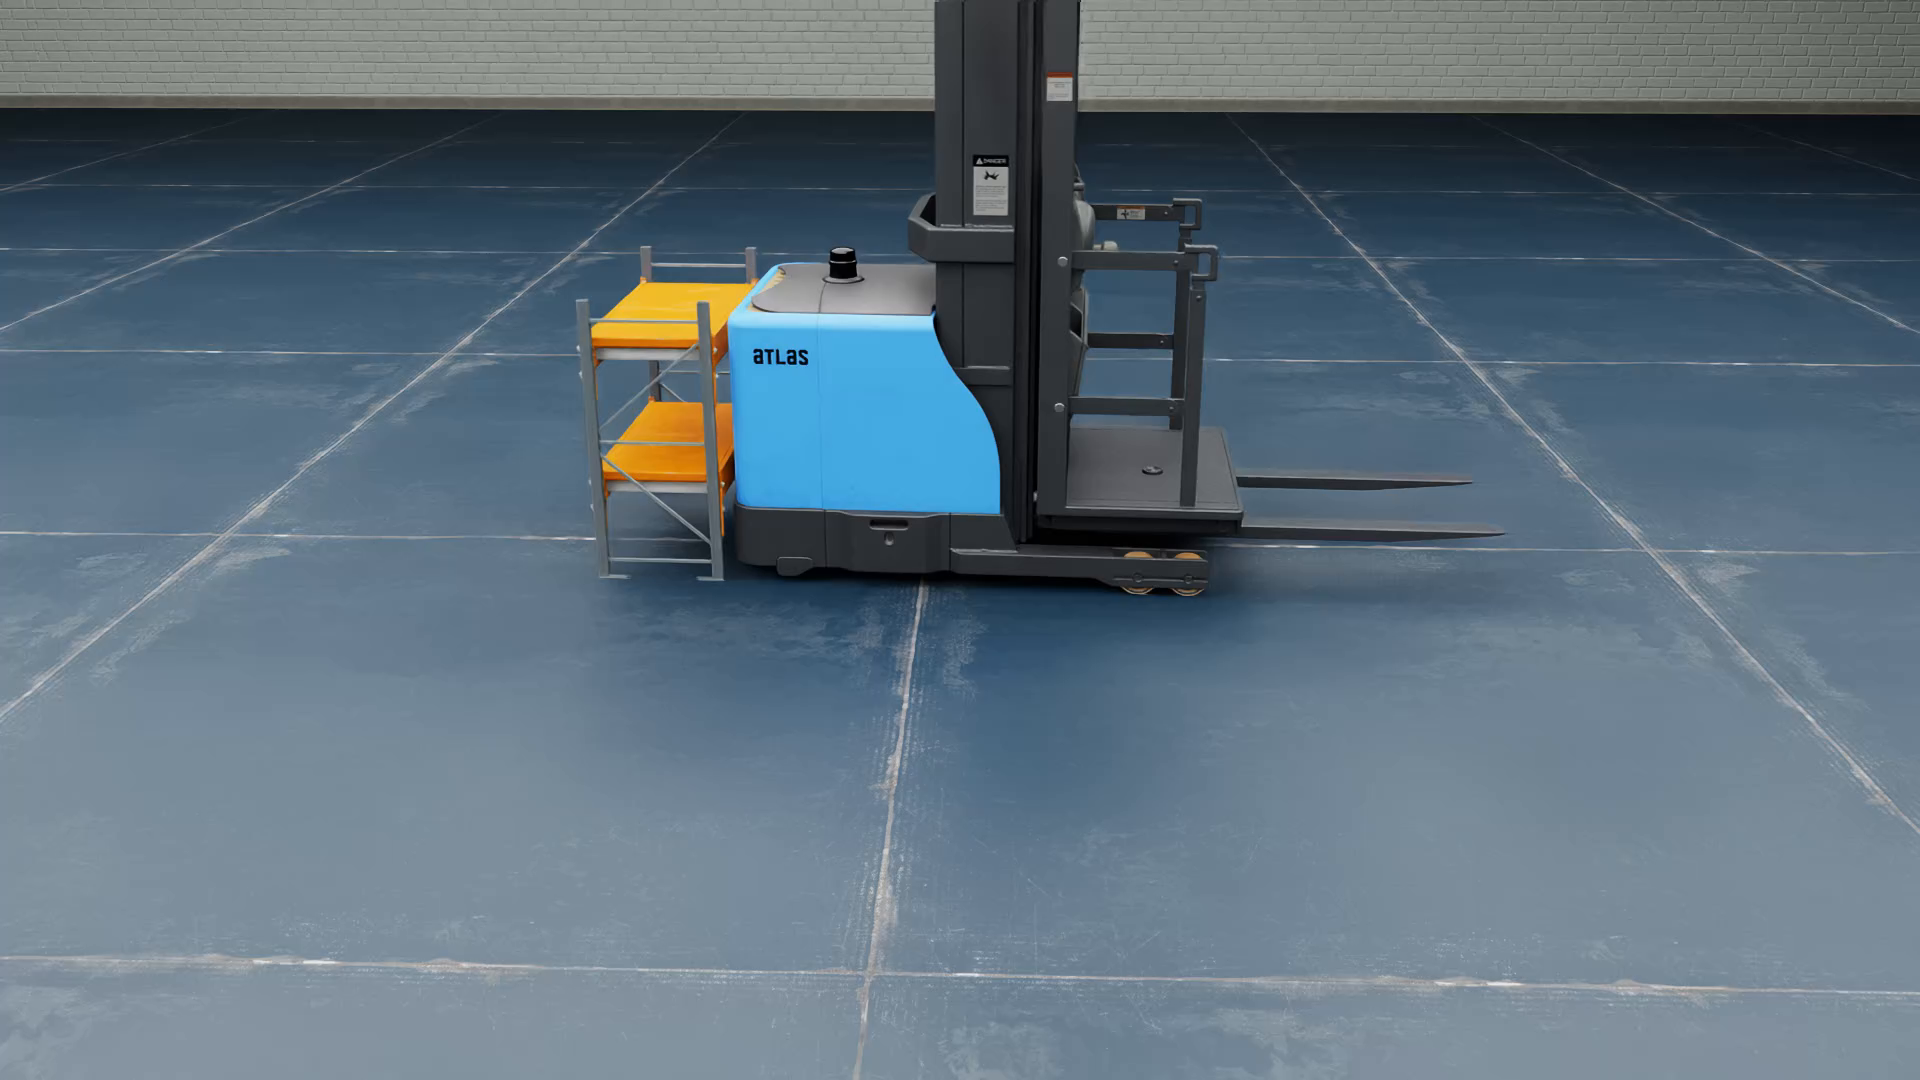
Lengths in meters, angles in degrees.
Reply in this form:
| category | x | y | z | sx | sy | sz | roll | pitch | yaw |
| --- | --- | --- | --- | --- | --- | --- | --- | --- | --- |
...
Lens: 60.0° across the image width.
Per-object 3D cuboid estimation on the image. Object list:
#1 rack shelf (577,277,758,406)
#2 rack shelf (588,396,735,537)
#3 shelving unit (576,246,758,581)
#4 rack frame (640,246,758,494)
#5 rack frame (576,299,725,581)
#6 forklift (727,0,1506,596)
| category | x | y | z | sx | sy | sz | roll | pitch | yaw |
| --- | --- | --- | --- | --- | --- | --- | --- | --- | --- |
| rack shelf | -1.160 | -0.827 | 6.797 | 0.538 | 0.278 | 1.000 | 1 | 21 | 3 |
| rack shelf | -1.160 | -0.327 | 6.991 | 0.538 | 0.278 | 1.000 | 1 | 21 | 3 |
| shelving unit | -1.160 | -0.555 | 6.903 | 0.538 | 1.125 | 1.048 | 1 | 21 | 3 |
| rack frame | -1.130 | -0.738 | 7.376 | 0.500 | 1.125 | 0.032 | 1 | 21 | 3 |
| rack frame | -1.189 | -0.371 | 6.430 | 0.500 | 1.125 | 0.032 | 1 | 21 | 3 |
| forklift | 0.645 | -1.348 | 6.452 | 3.031 | 2.935 | 1.130 | 2 | 21 | 4 |
